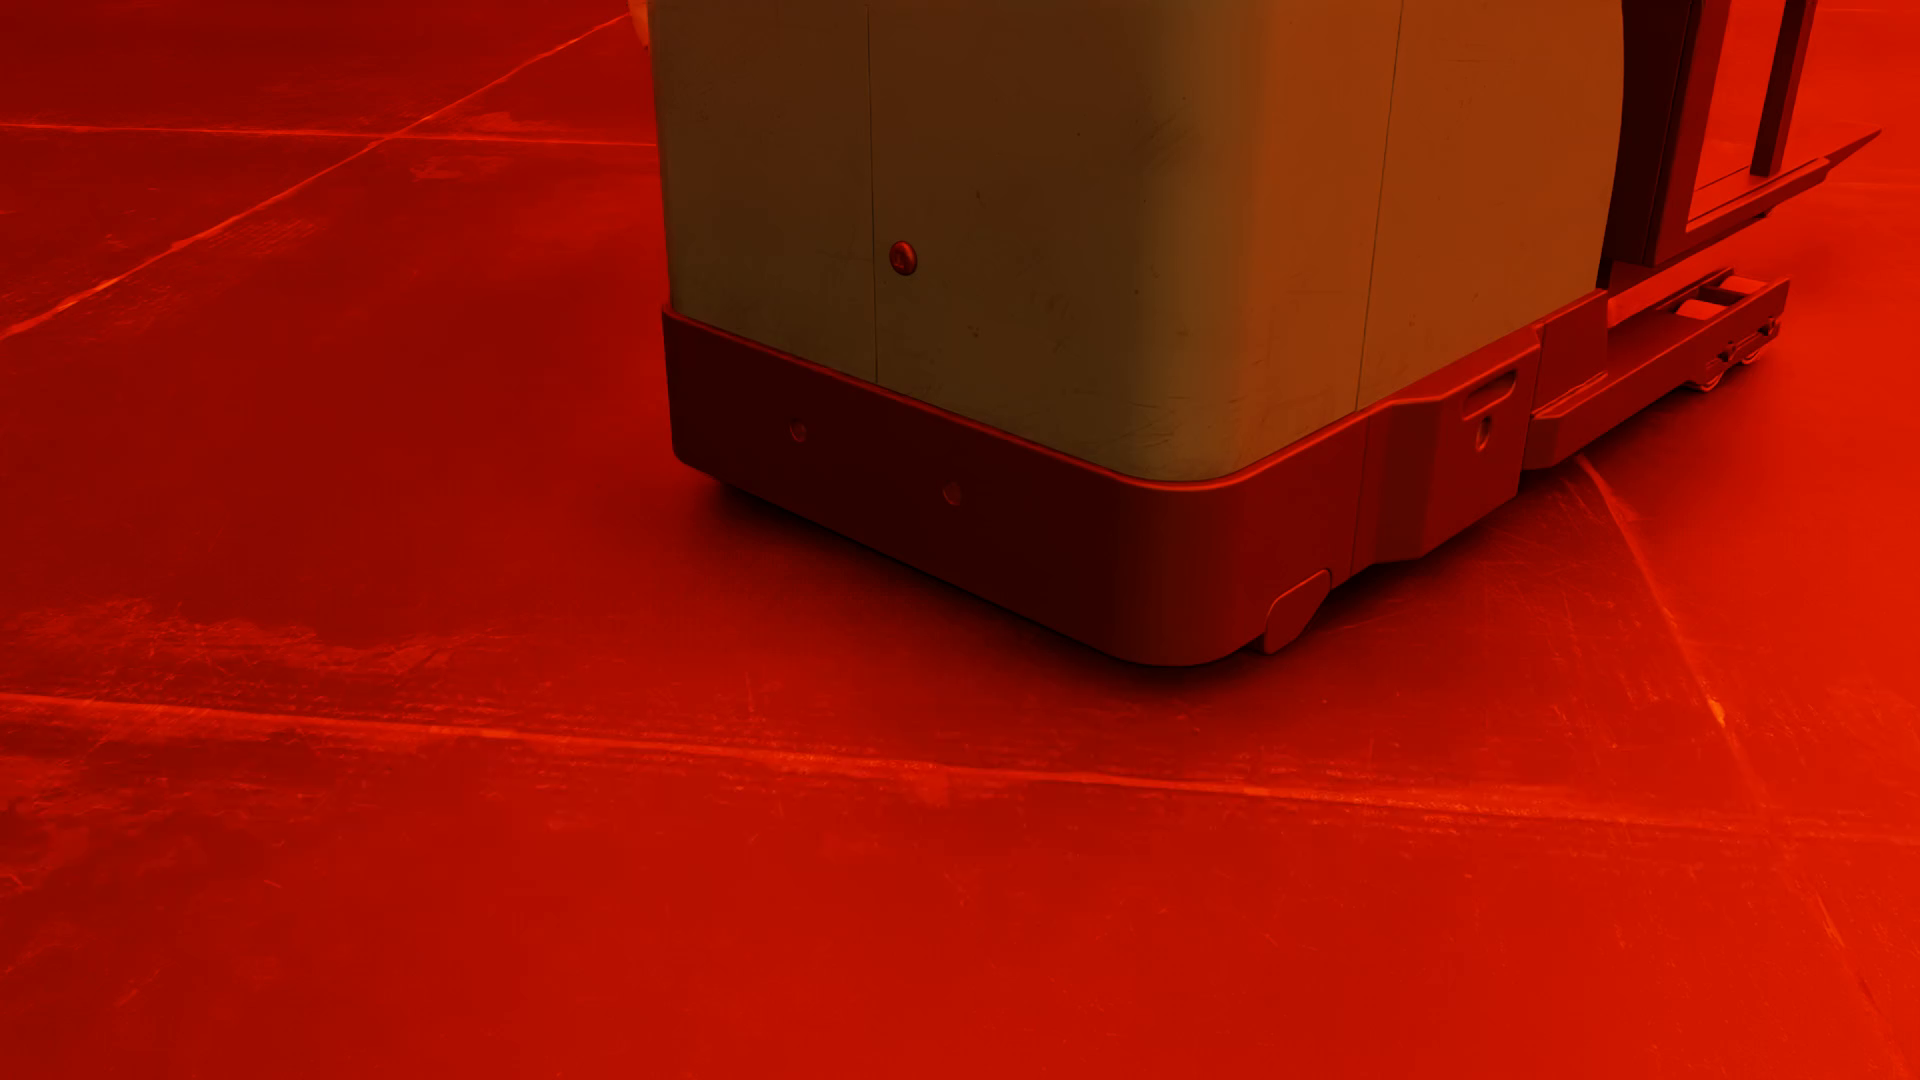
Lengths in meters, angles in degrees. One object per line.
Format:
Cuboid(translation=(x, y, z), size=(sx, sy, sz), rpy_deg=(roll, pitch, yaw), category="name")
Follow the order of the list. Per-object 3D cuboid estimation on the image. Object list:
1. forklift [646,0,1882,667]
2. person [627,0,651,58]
Cuboid(translation=(0.926, -1.723, 2.670), size=(1.130, 2.935, 3.031), rpy_deg=(23, 35, 38), category="forklift")
Cuboid(translation=(-0.189, -0.918, 2.736), size=(0.836, 1.428, 0.858), rpy_deg=(6, 27, 11), category="person")
